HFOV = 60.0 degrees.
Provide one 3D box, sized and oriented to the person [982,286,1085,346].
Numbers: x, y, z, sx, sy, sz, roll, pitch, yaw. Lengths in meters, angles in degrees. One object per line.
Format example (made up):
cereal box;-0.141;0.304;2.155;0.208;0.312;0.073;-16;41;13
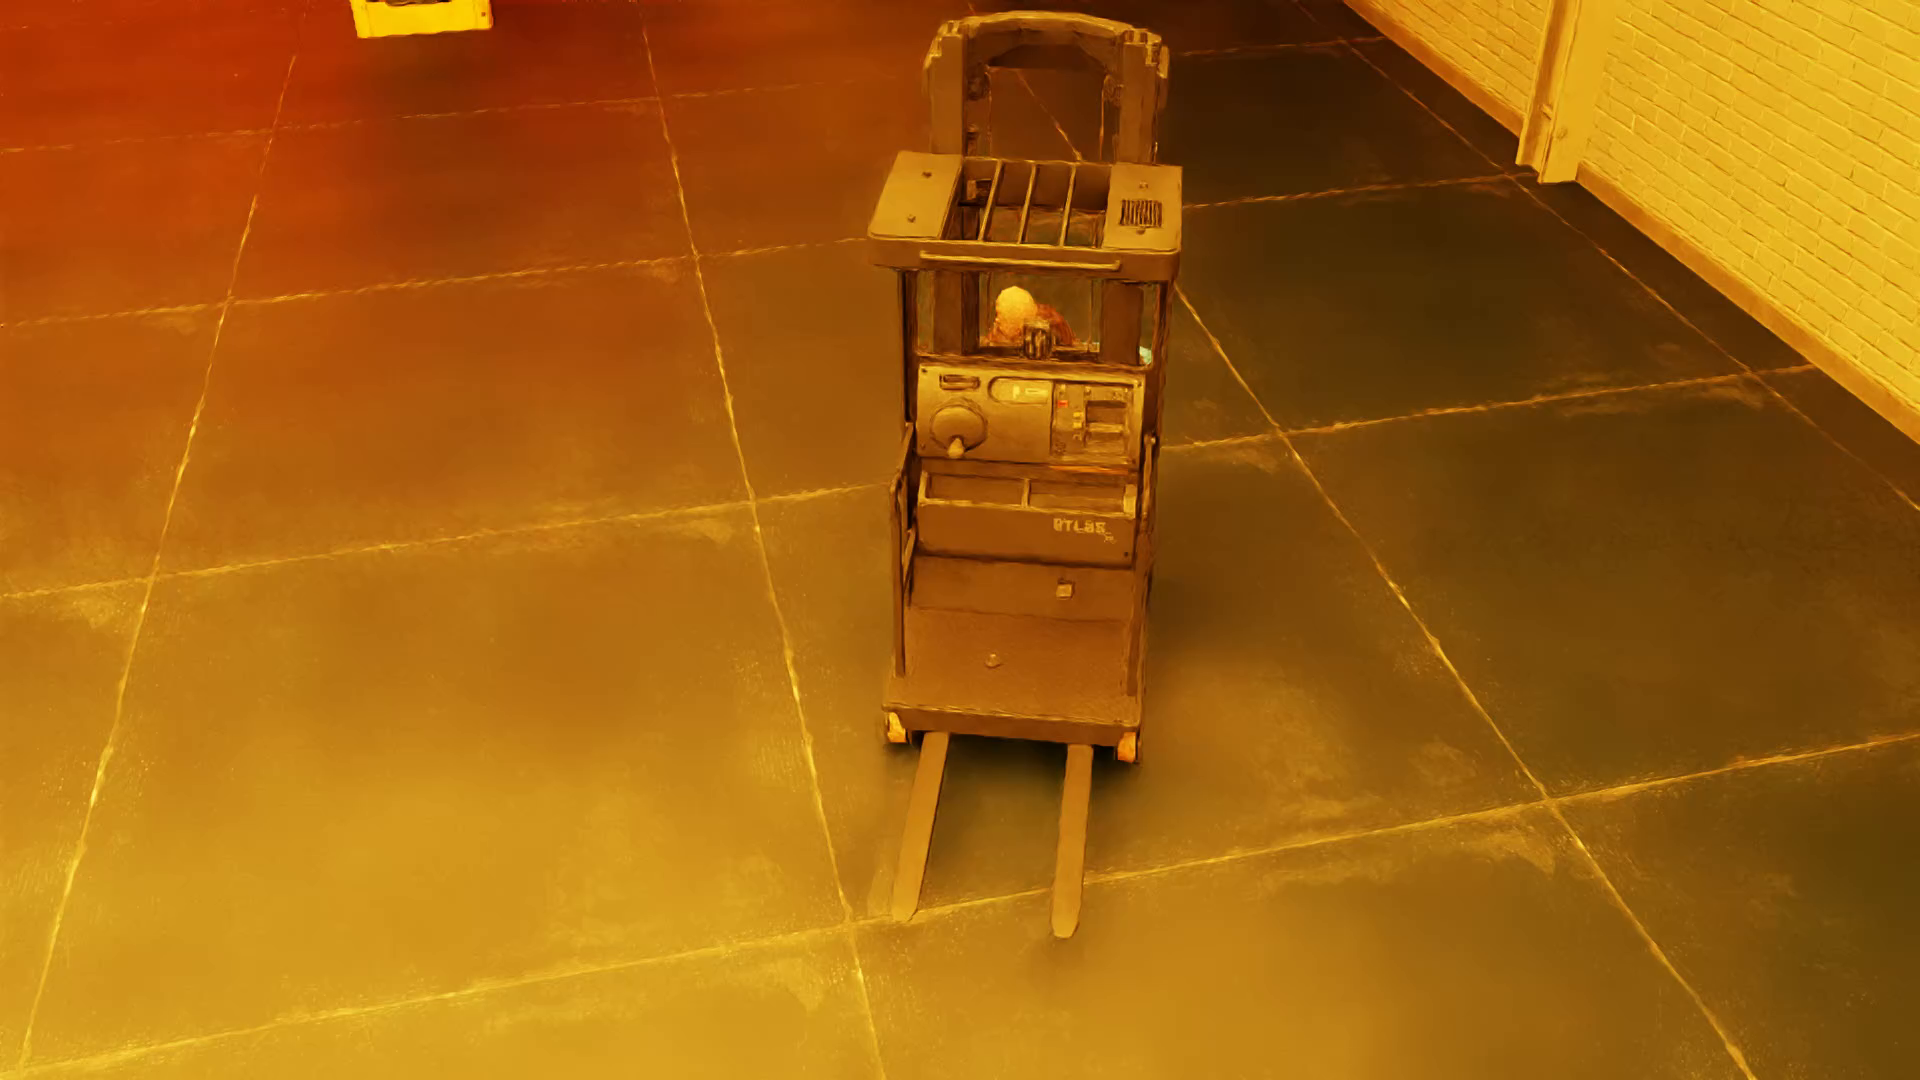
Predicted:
person;0.430;-0.500;7.749;0.798;1.414;0.868;27;44;33

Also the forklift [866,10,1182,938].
forklift;0.264;-0.443;6.666;1.130;2.935;3.031;4;36;6
